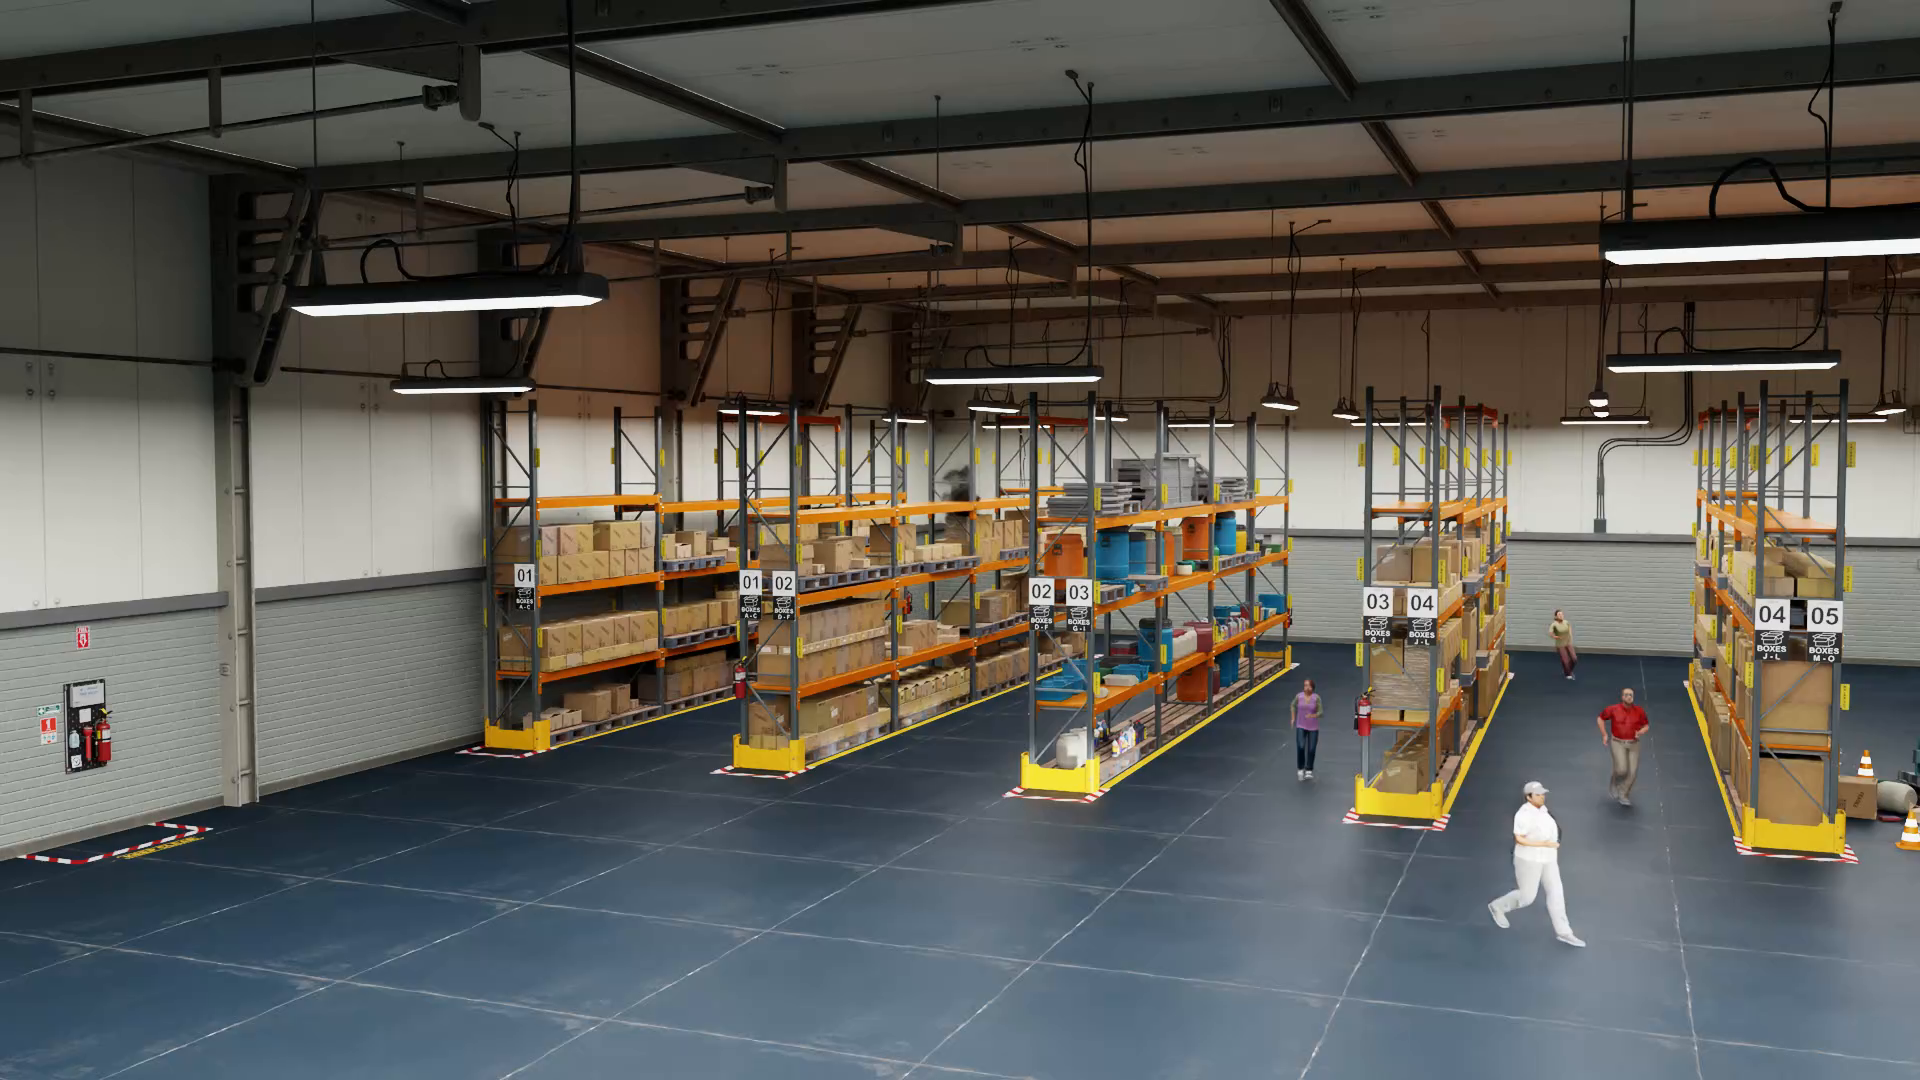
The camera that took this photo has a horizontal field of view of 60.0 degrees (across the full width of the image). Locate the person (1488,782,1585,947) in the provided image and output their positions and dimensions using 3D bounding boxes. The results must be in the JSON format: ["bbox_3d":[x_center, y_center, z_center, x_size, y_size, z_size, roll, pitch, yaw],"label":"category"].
[{"bbox_3d":[5.970,3.308,17.181,0.619,1.627,1.021,-2,4,-37],"label":"person"}]

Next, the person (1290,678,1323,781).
[{"bbox_3d":[5.353,2.931,25.696,0.508,1.587,0.657,1,3,12],"label":"person"}]

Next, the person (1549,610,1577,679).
[{"bbox_3d":[13.526,2.349,37.308,0.642,1.582,0.553,0,3,-4],"label":"person"}]

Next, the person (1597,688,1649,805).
[{"bbox_3d":[9.577,2.973,23.911,0.668,1.684,0.594,0,3,3],"label":"person"}]
